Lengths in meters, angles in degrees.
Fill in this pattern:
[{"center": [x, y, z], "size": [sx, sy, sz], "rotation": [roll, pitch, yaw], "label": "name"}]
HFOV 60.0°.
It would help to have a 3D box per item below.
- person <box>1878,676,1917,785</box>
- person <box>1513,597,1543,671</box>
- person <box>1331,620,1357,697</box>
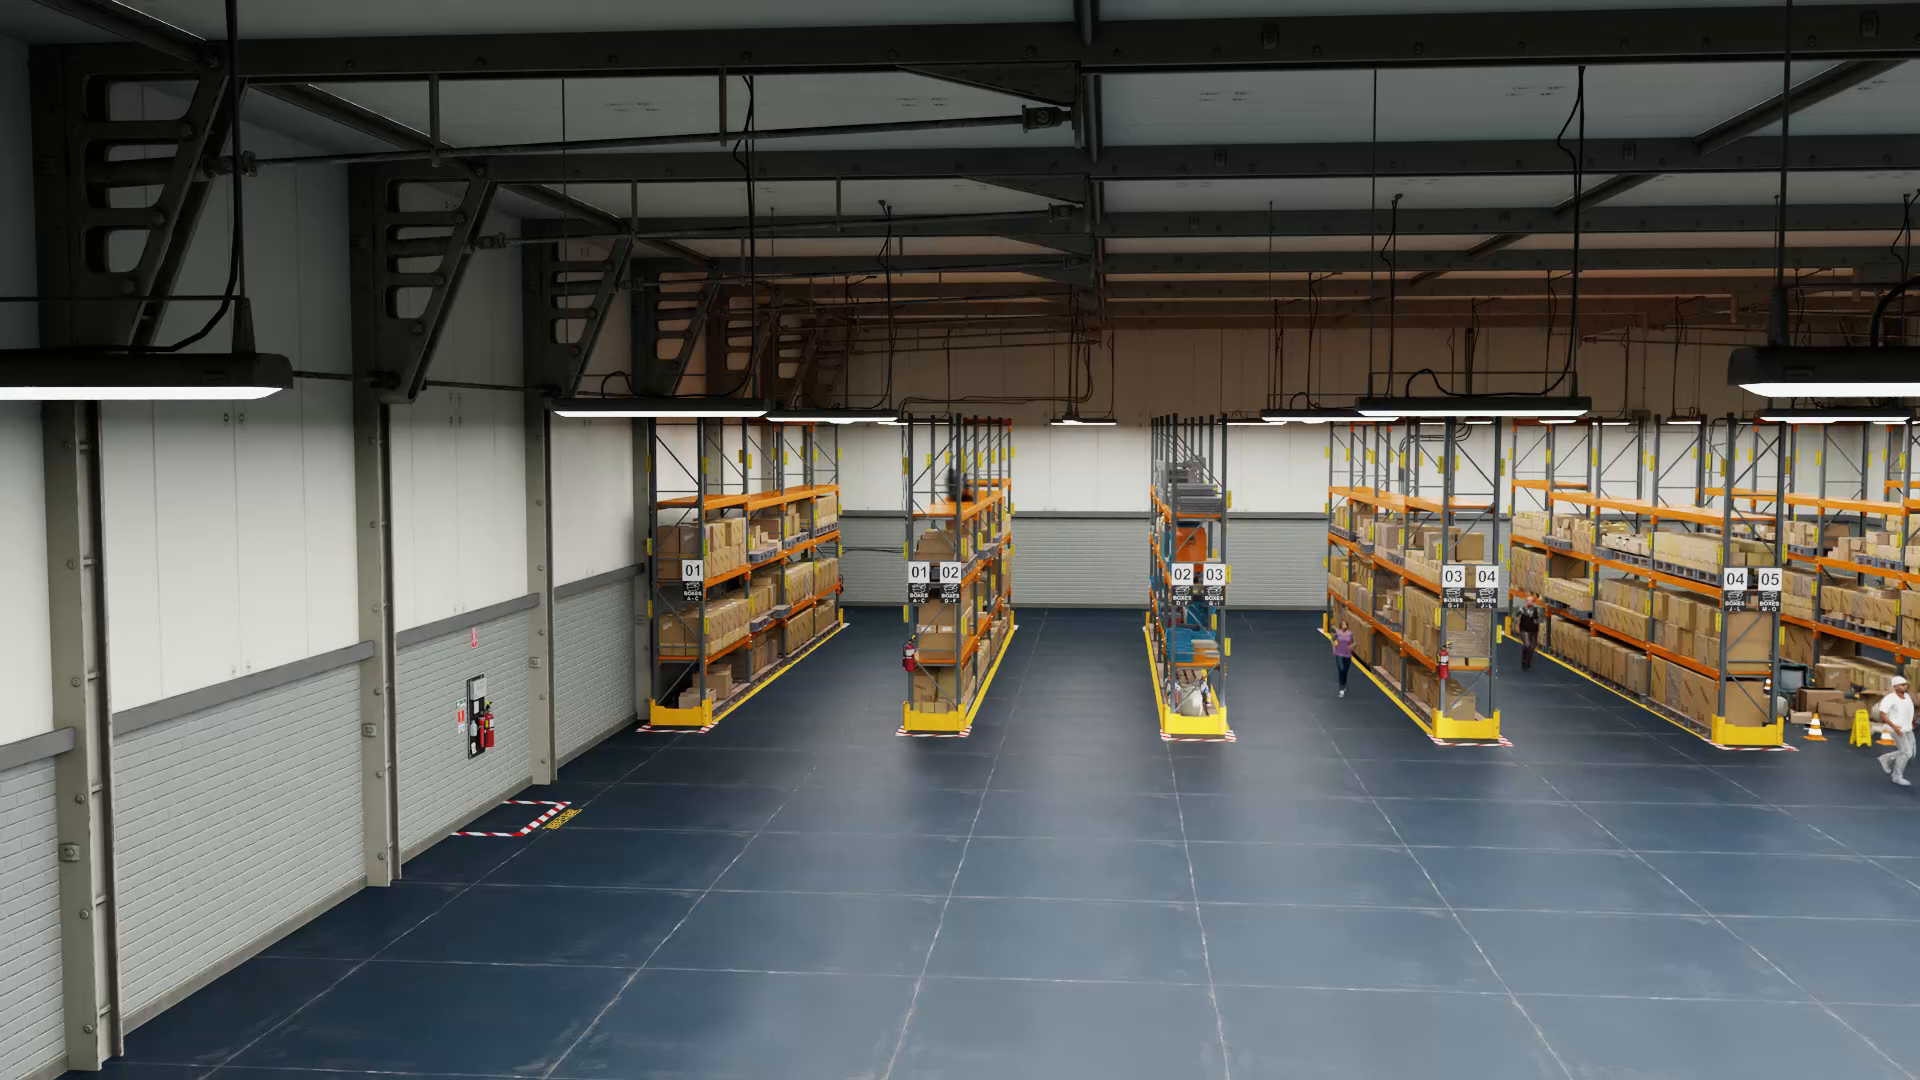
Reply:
[{"center": [15.131, 3.057, 26.877], "size": [0.693, 1.732, 0.561], "rotation": [-2, 4, -29], "label": "person"}, {"center": [13.479, 2.219, 39.397], "size": [0.627, 1.756, 0.727], "rotation": [0, 4, 1], "label": "person"}, {"center": [8.253, 2.517, 35.733], "size": [0.528, 1.624, 0.786], "rotation": [0, 4, 5], "label": "person"}]
